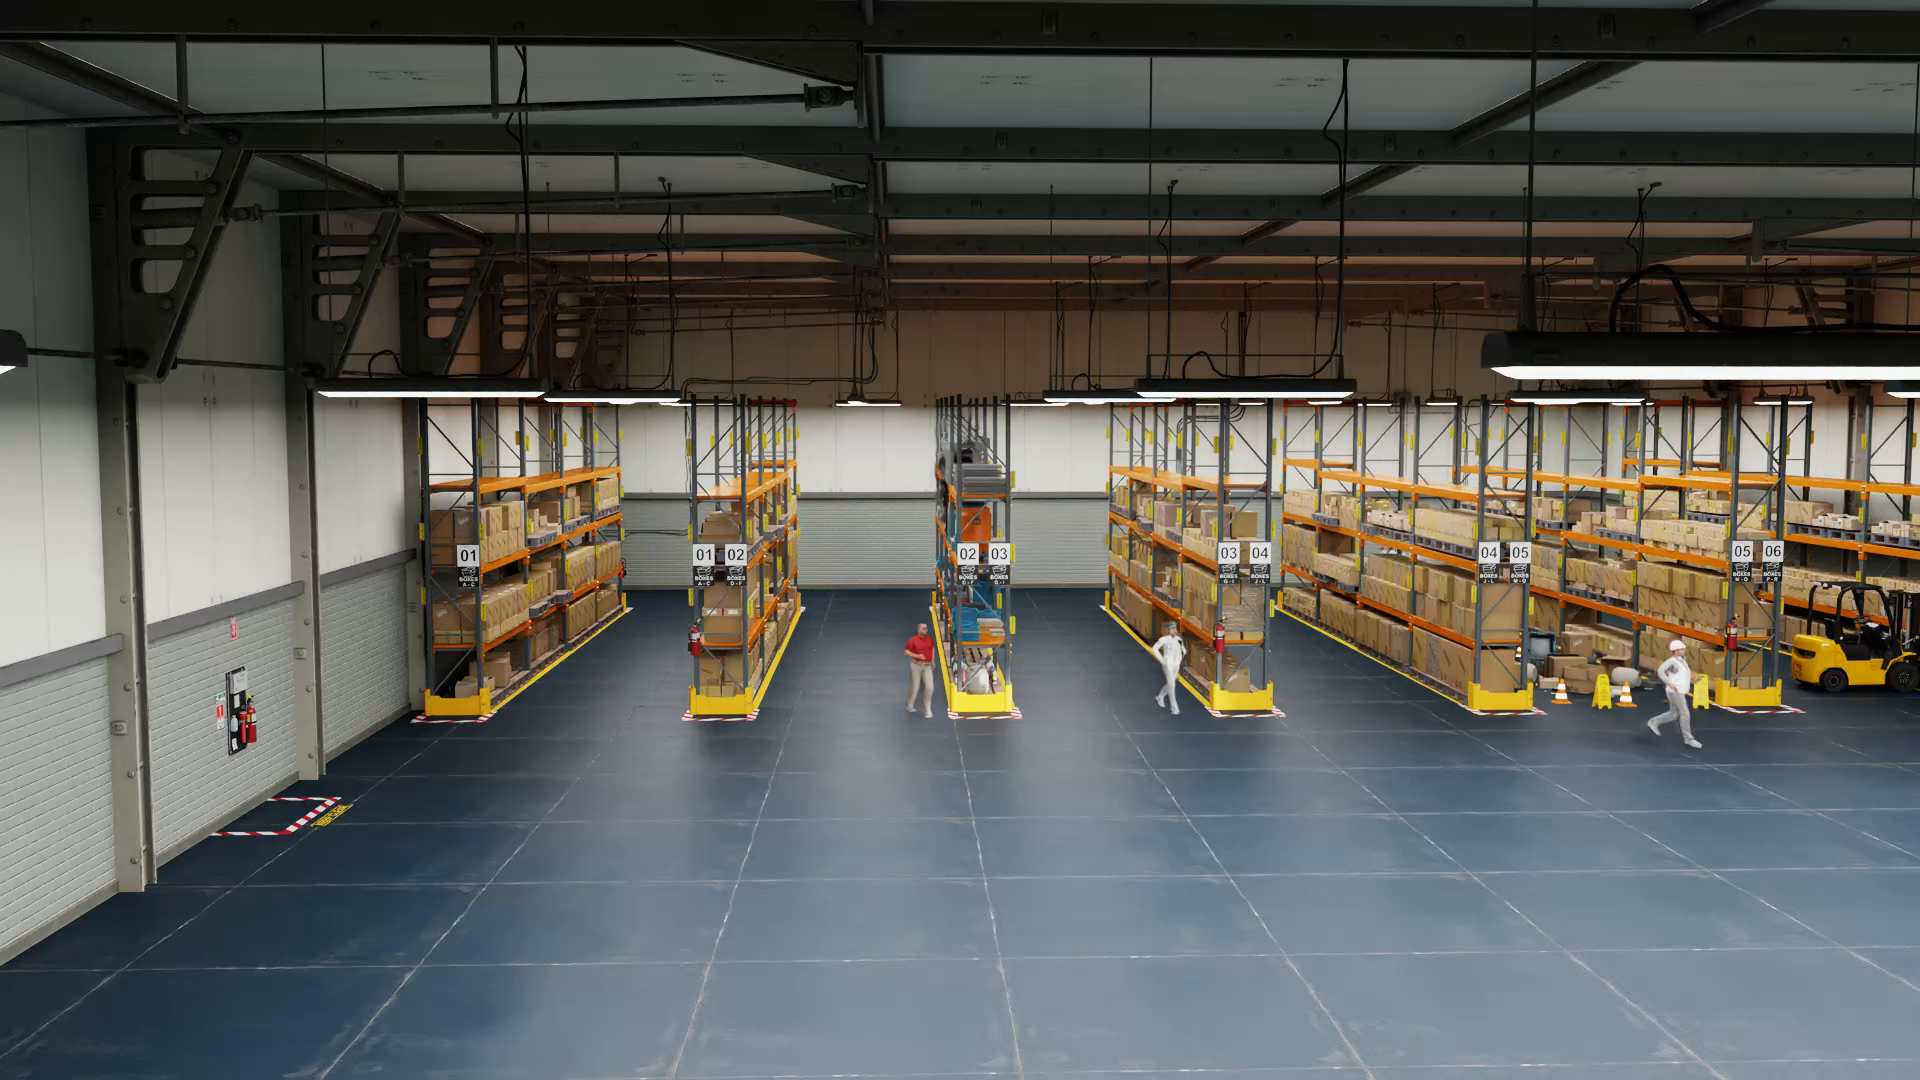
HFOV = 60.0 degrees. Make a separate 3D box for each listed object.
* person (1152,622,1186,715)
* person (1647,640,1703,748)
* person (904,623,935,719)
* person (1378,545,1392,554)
[{"bbox_3d":[4.005,2.405,31.516,0.654,1.745,0.816,-2,5,-24],"label":"person"},{"bbox_3d":[12.221,2.600,28.393,0.953,1.780,0.661,4,6,40],"label":"person"},{"bbox_3d":[-0.713,2.435,31.049,0.688,1.773,0.744,-2,5,-25],"label":"person"},{"bbox_3d":[12.568,0.933,49.266,0.951,1.796,0.713,0,4,-1],"label":"person"}]
